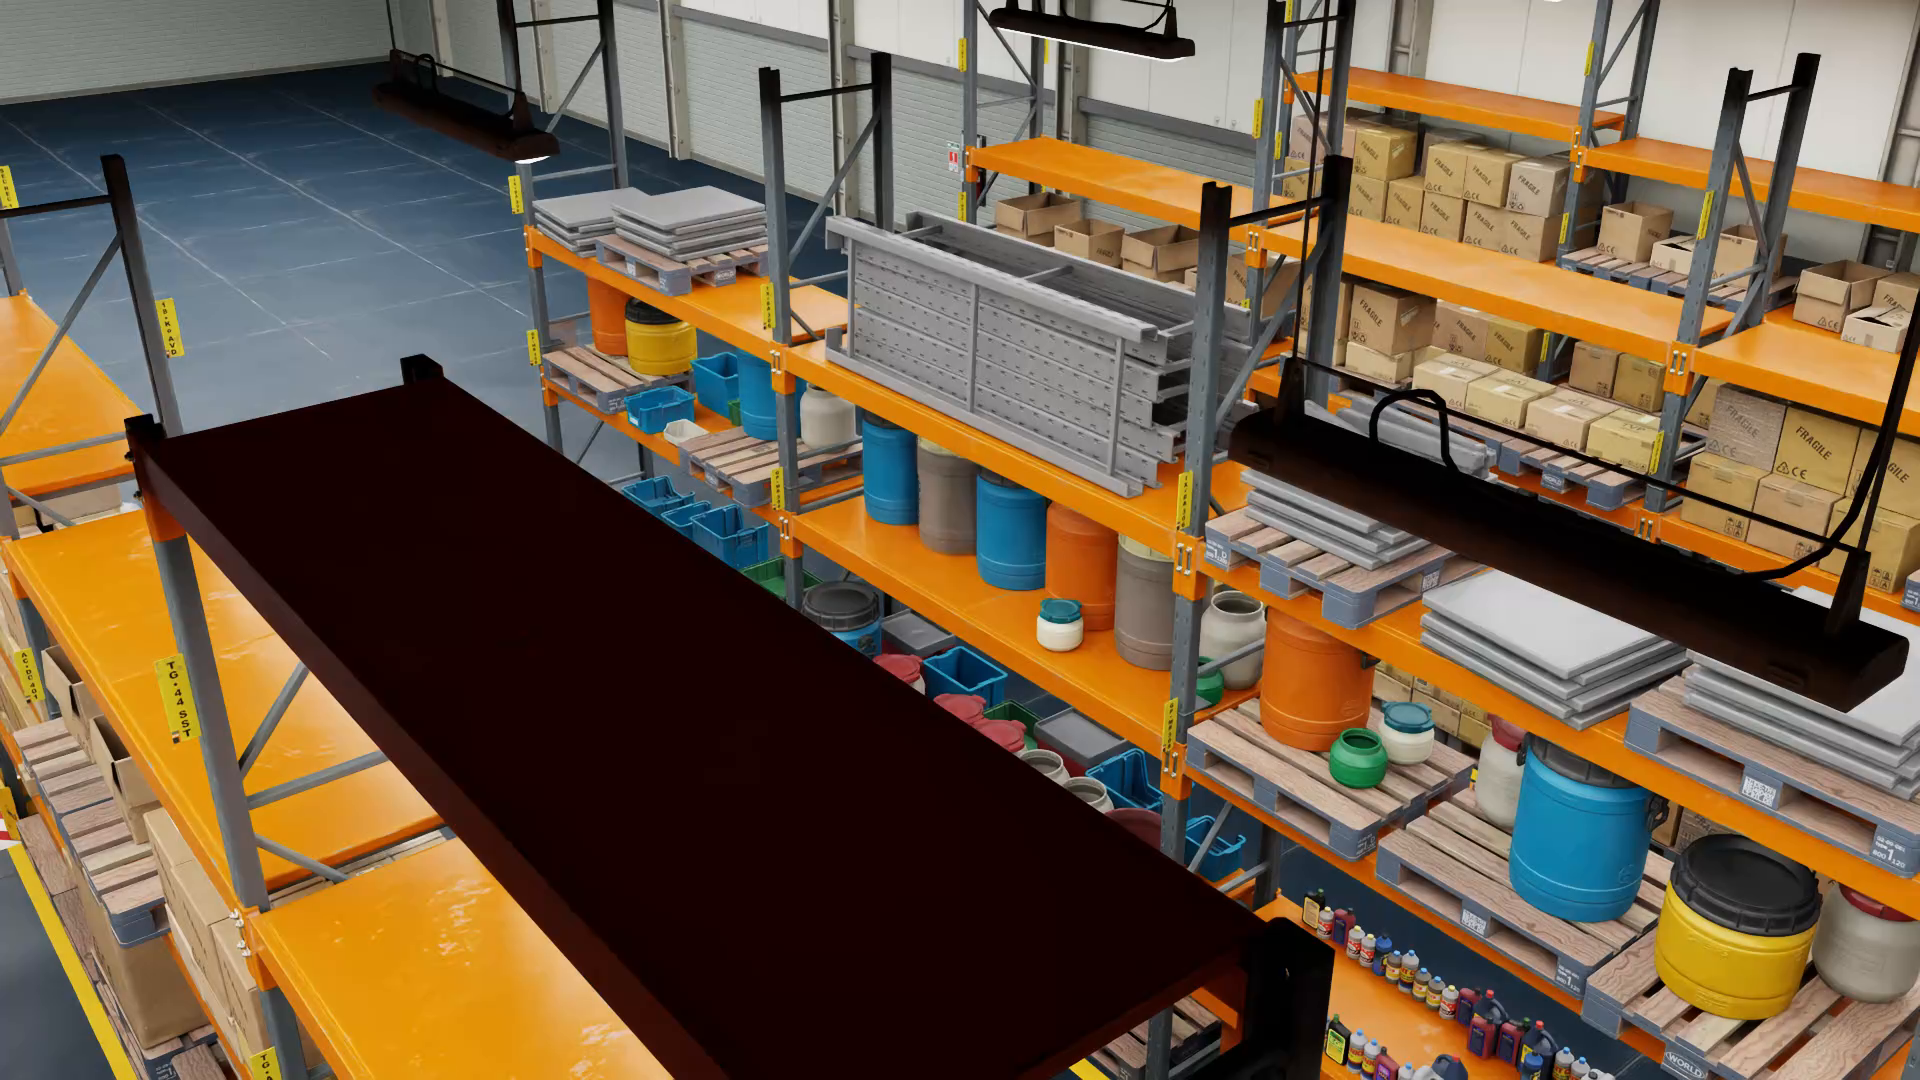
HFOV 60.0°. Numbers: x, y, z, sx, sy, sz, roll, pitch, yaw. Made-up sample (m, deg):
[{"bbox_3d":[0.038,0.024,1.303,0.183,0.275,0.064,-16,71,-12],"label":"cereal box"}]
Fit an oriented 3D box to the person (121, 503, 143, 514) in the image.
[{"bbox_3d":[-7.496,0.449,15.319,0.601,1.750,0.881,-17,31,-31],"label":"person"}]
